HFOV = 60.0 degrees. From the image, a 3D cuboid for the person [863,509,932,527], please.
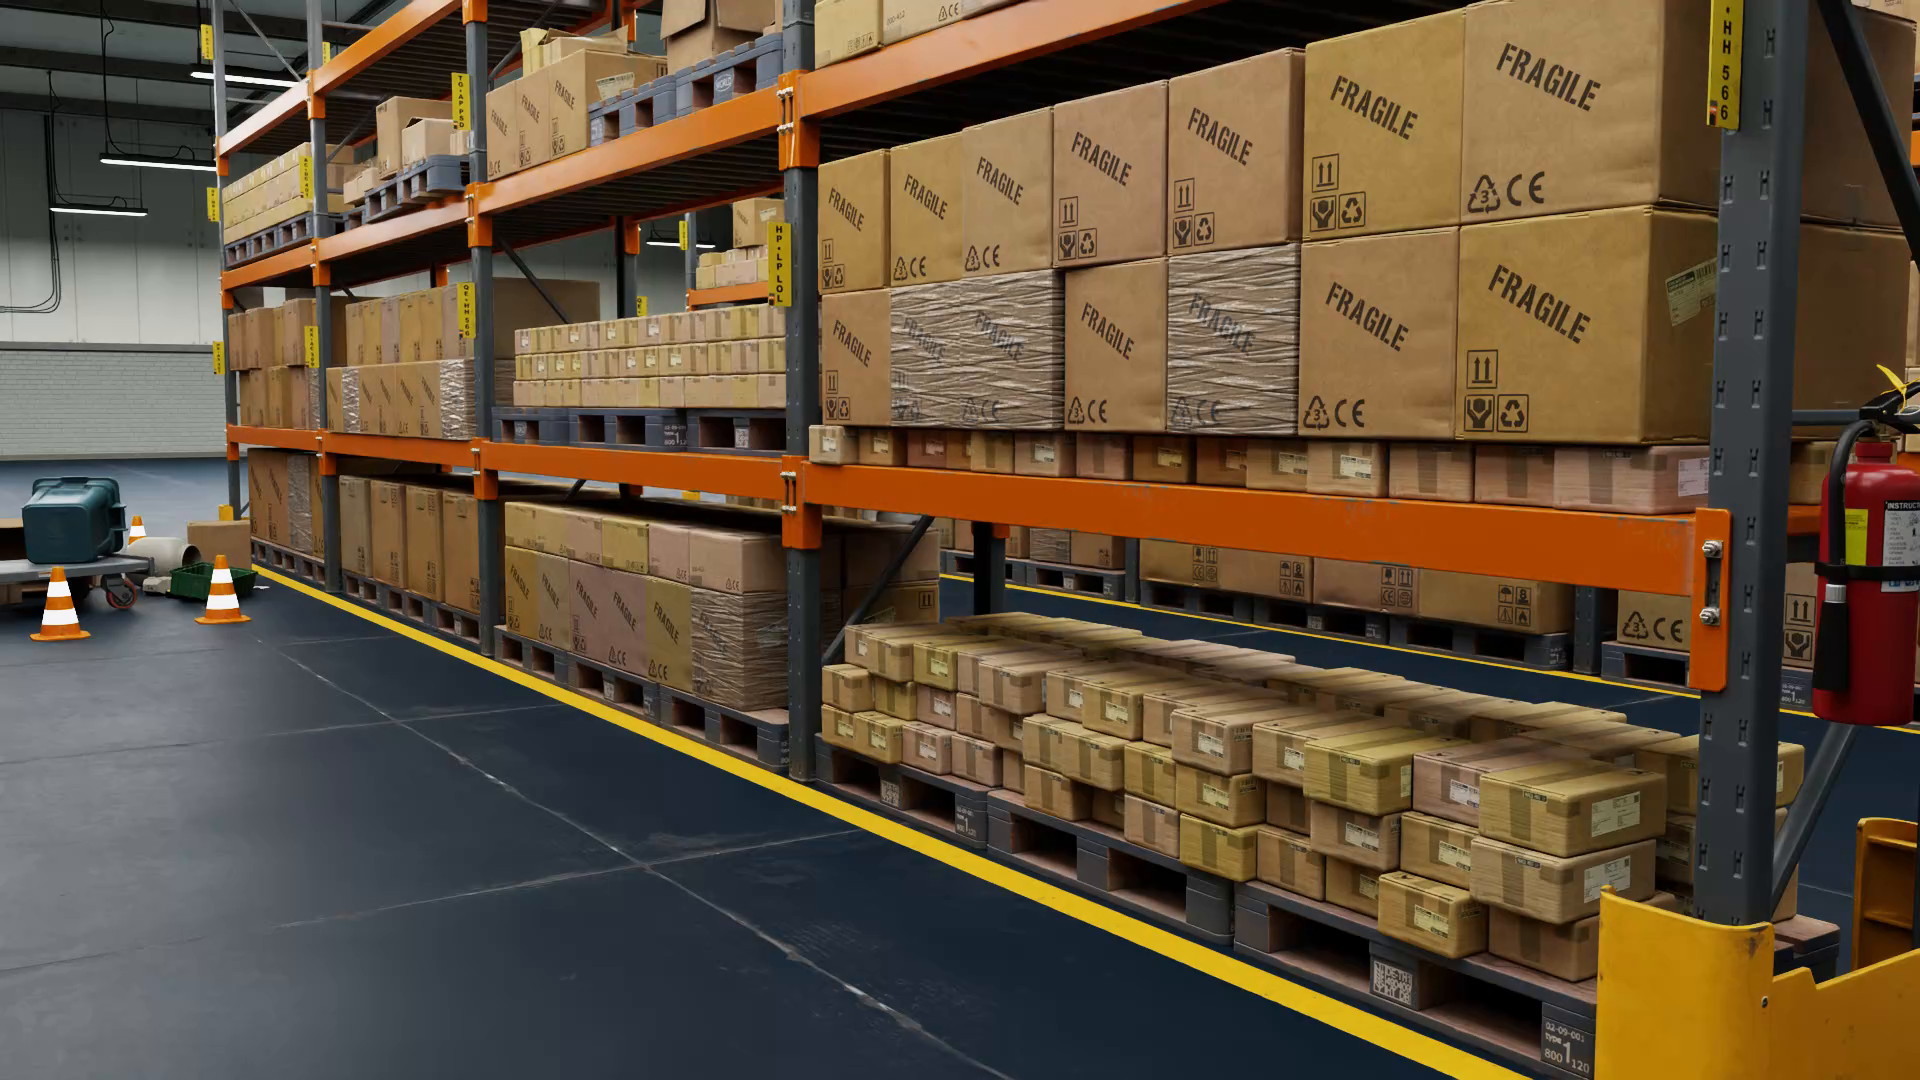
[{"bbox_3d":[-0.369,-0.116,9.841,0.467,1.681,0.363,-3,6,-33],"label":"person"}]
